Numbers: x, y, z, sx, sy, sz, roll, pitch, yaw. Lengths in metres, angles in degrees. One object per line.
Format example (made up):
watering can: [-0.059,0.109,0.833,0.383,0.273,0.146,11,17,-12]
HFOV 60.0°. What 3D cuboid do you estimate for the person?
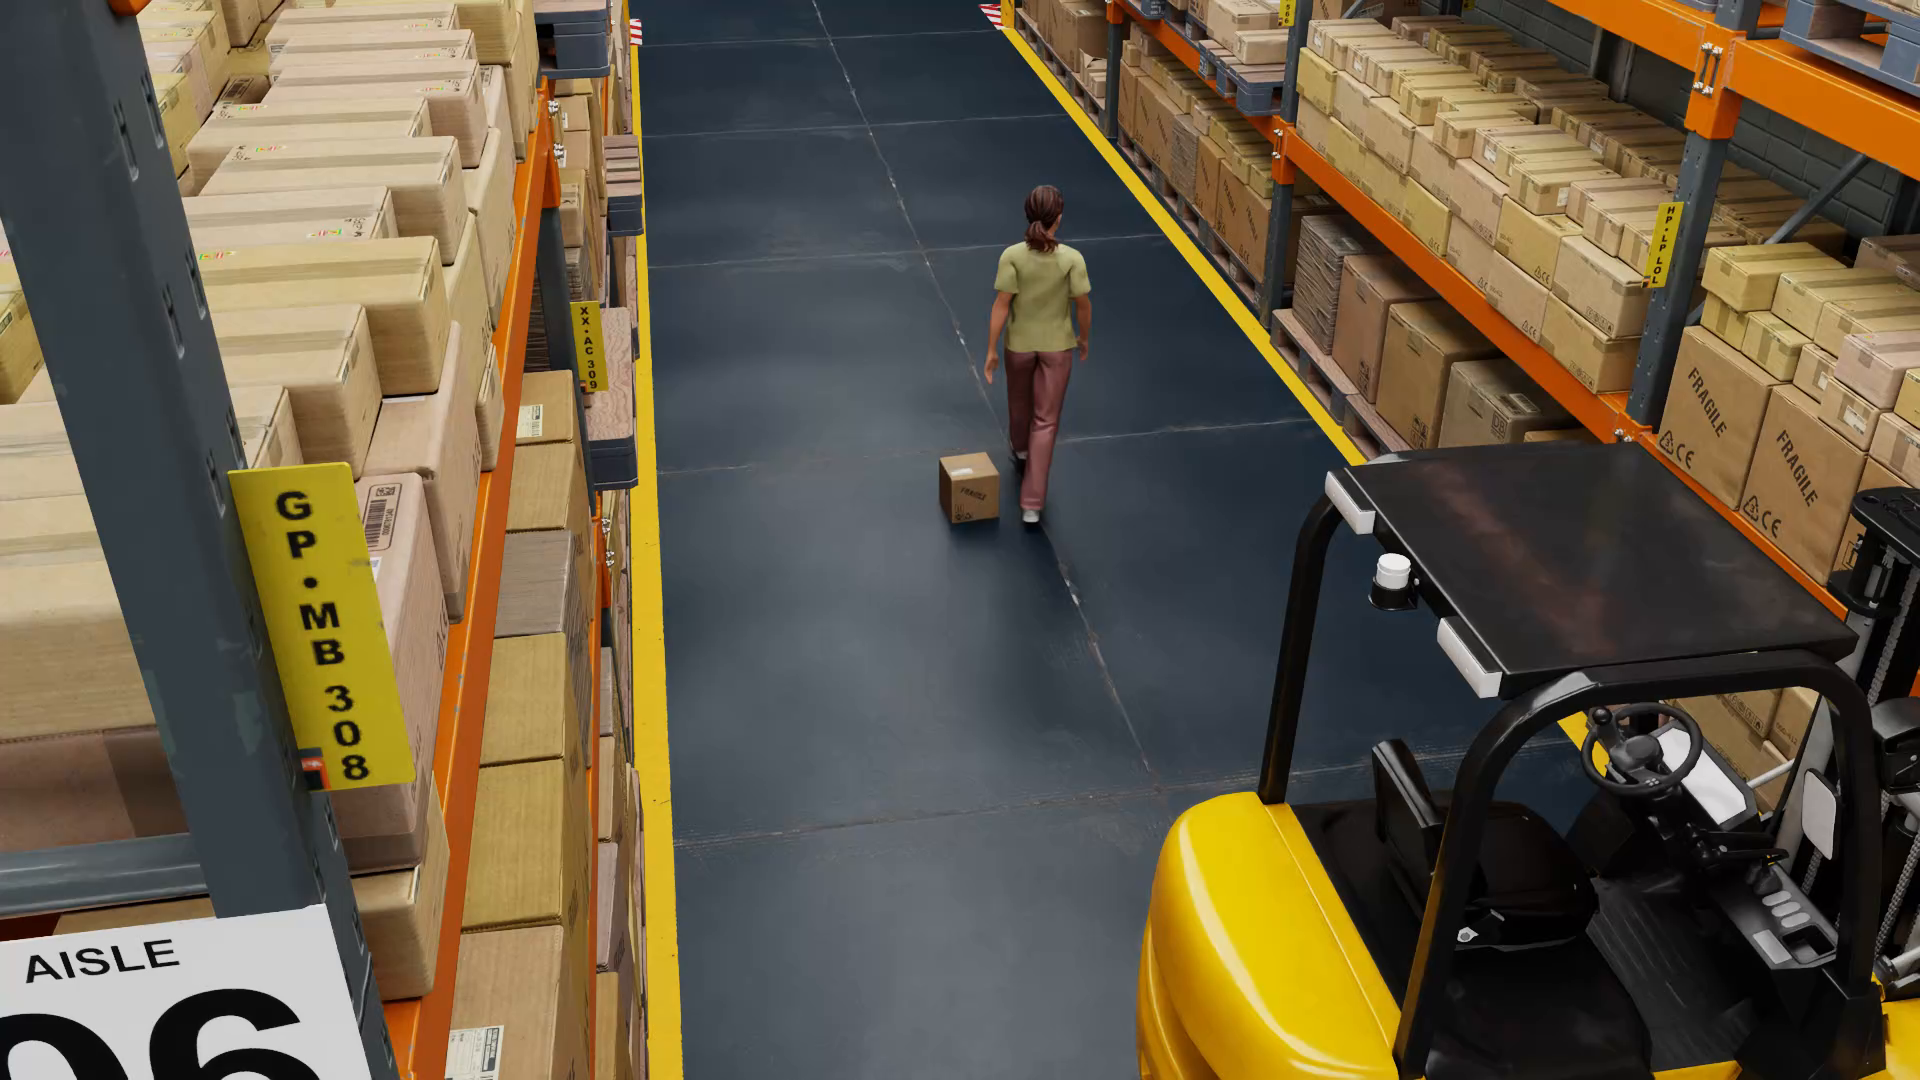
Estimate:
person: [0.411,-1.001,8.289,0.491,1.627,0.947,6,31,9]
